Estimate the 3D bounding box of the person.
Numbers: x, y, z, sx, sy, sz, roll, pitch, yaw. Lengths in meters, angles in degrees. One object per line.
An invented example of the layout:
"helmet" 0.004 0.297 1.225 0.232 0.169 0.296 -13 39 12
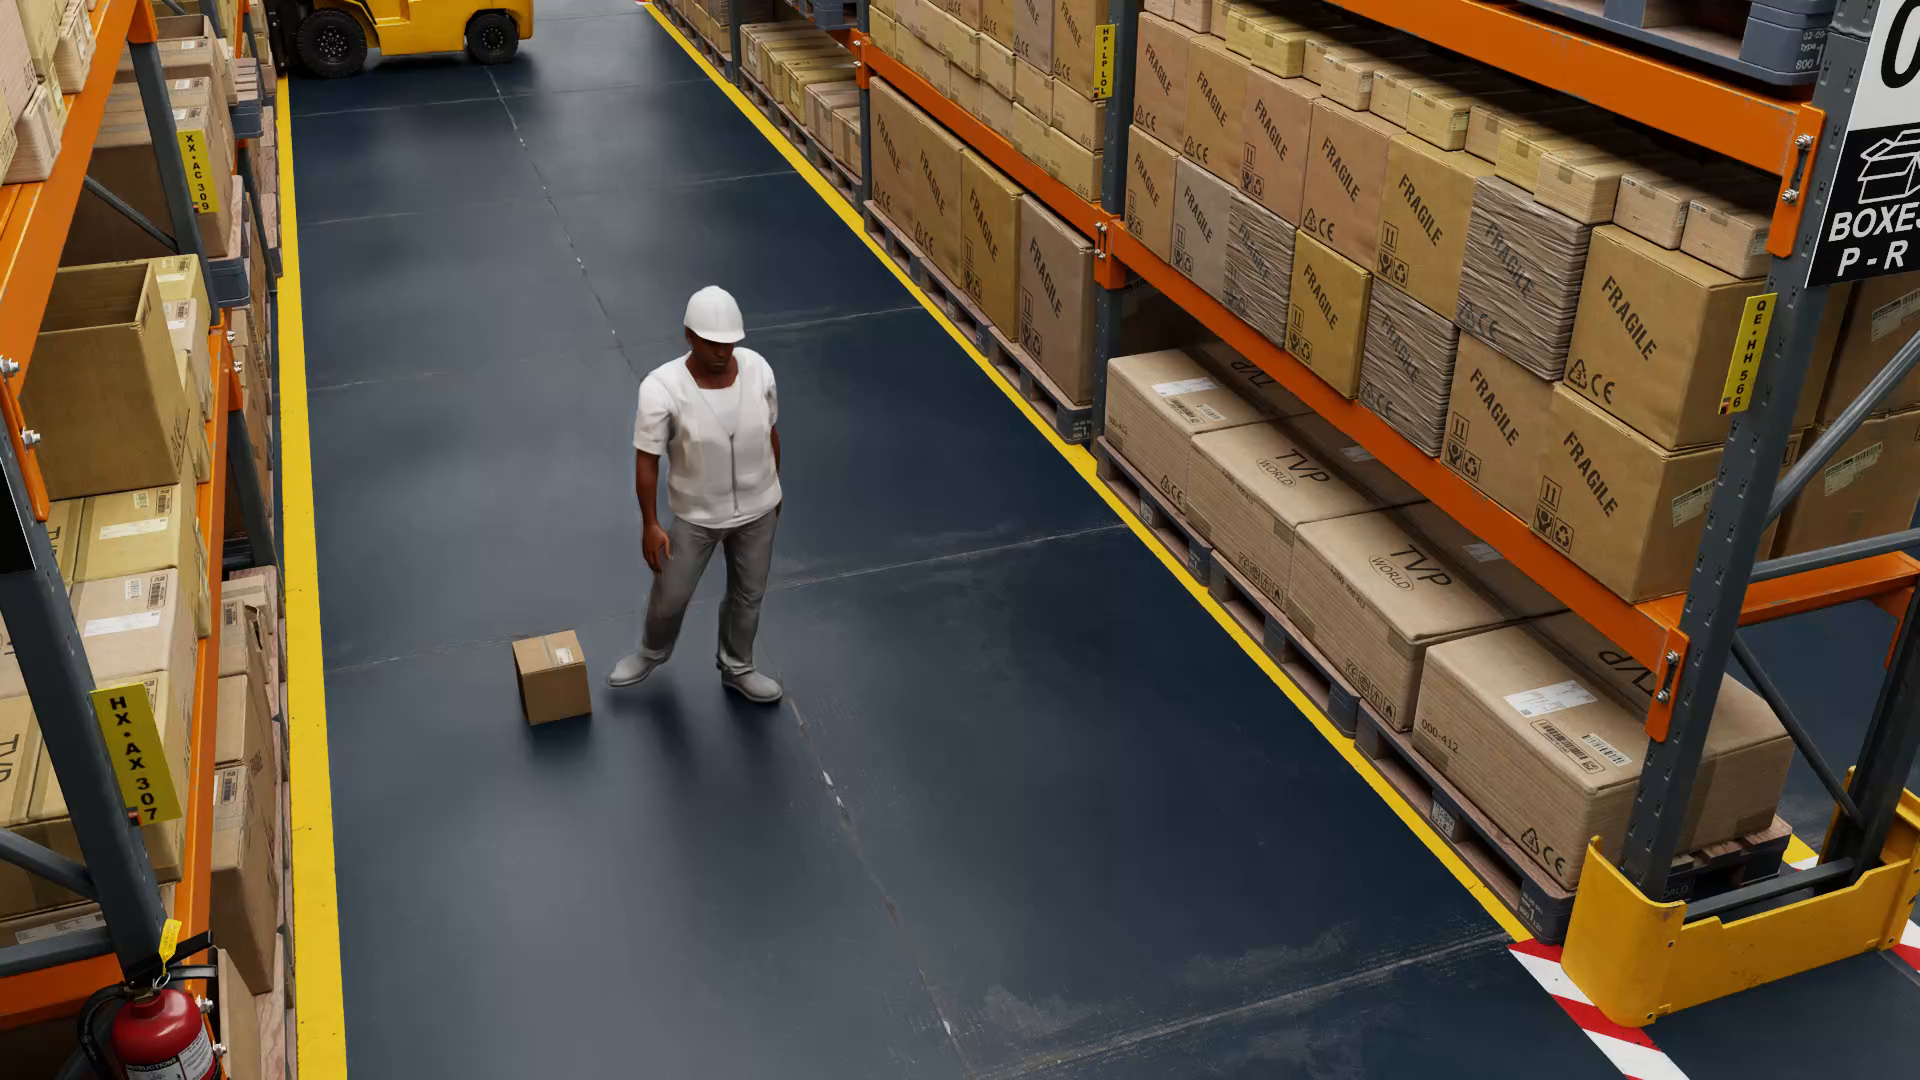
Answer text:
"person" -1.023 -0.136 6.336 0.746 1.753 0.528 -14 32 -22
